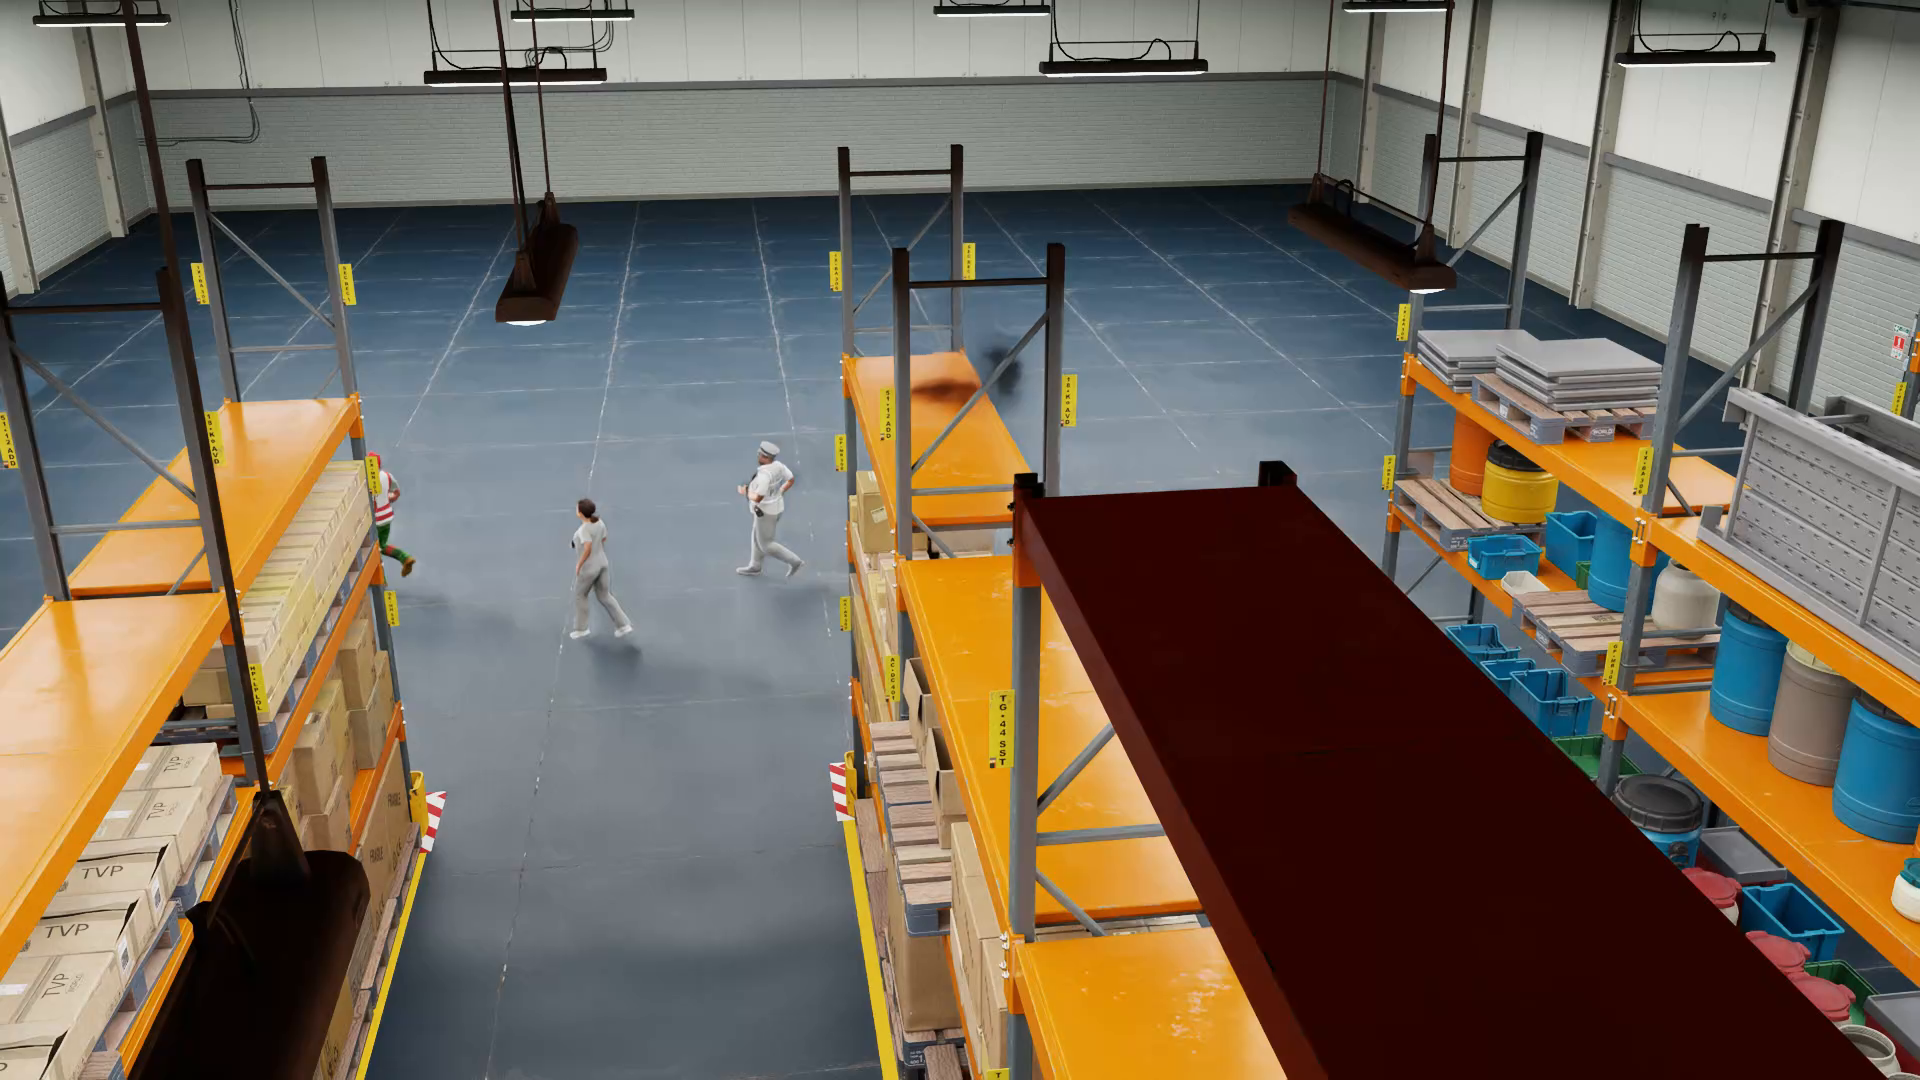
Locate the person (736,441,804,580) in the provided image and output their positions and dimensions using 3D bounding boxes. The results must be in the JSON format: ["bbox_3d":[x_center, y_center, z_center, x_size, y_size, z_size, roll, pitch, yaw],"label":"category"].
[{"bbox_3d":[-2.325,-0.354,20.112,0.933,1.755,0.672,6,22,15],"label":"person"}]

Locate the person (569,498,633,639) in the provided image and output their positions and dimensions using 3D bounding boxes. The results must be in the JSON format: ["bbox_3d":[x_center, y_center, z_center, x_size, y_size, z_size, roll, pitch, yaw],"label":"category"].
[{"bbox_3d":[-4.059,0.359,18.470,0.832,1.708,0.581,11,24,26],"label":"person"}]

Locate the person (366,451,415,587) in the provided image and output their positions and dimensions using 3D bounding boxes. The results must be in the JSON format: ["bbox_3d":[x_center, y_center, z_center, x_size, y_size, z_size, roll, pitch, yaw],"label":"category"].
[{"bbox_3d":[-6.924,-0.221,19.846,0.704,1.749,0.656,9,23,21],"label":"person"}]
